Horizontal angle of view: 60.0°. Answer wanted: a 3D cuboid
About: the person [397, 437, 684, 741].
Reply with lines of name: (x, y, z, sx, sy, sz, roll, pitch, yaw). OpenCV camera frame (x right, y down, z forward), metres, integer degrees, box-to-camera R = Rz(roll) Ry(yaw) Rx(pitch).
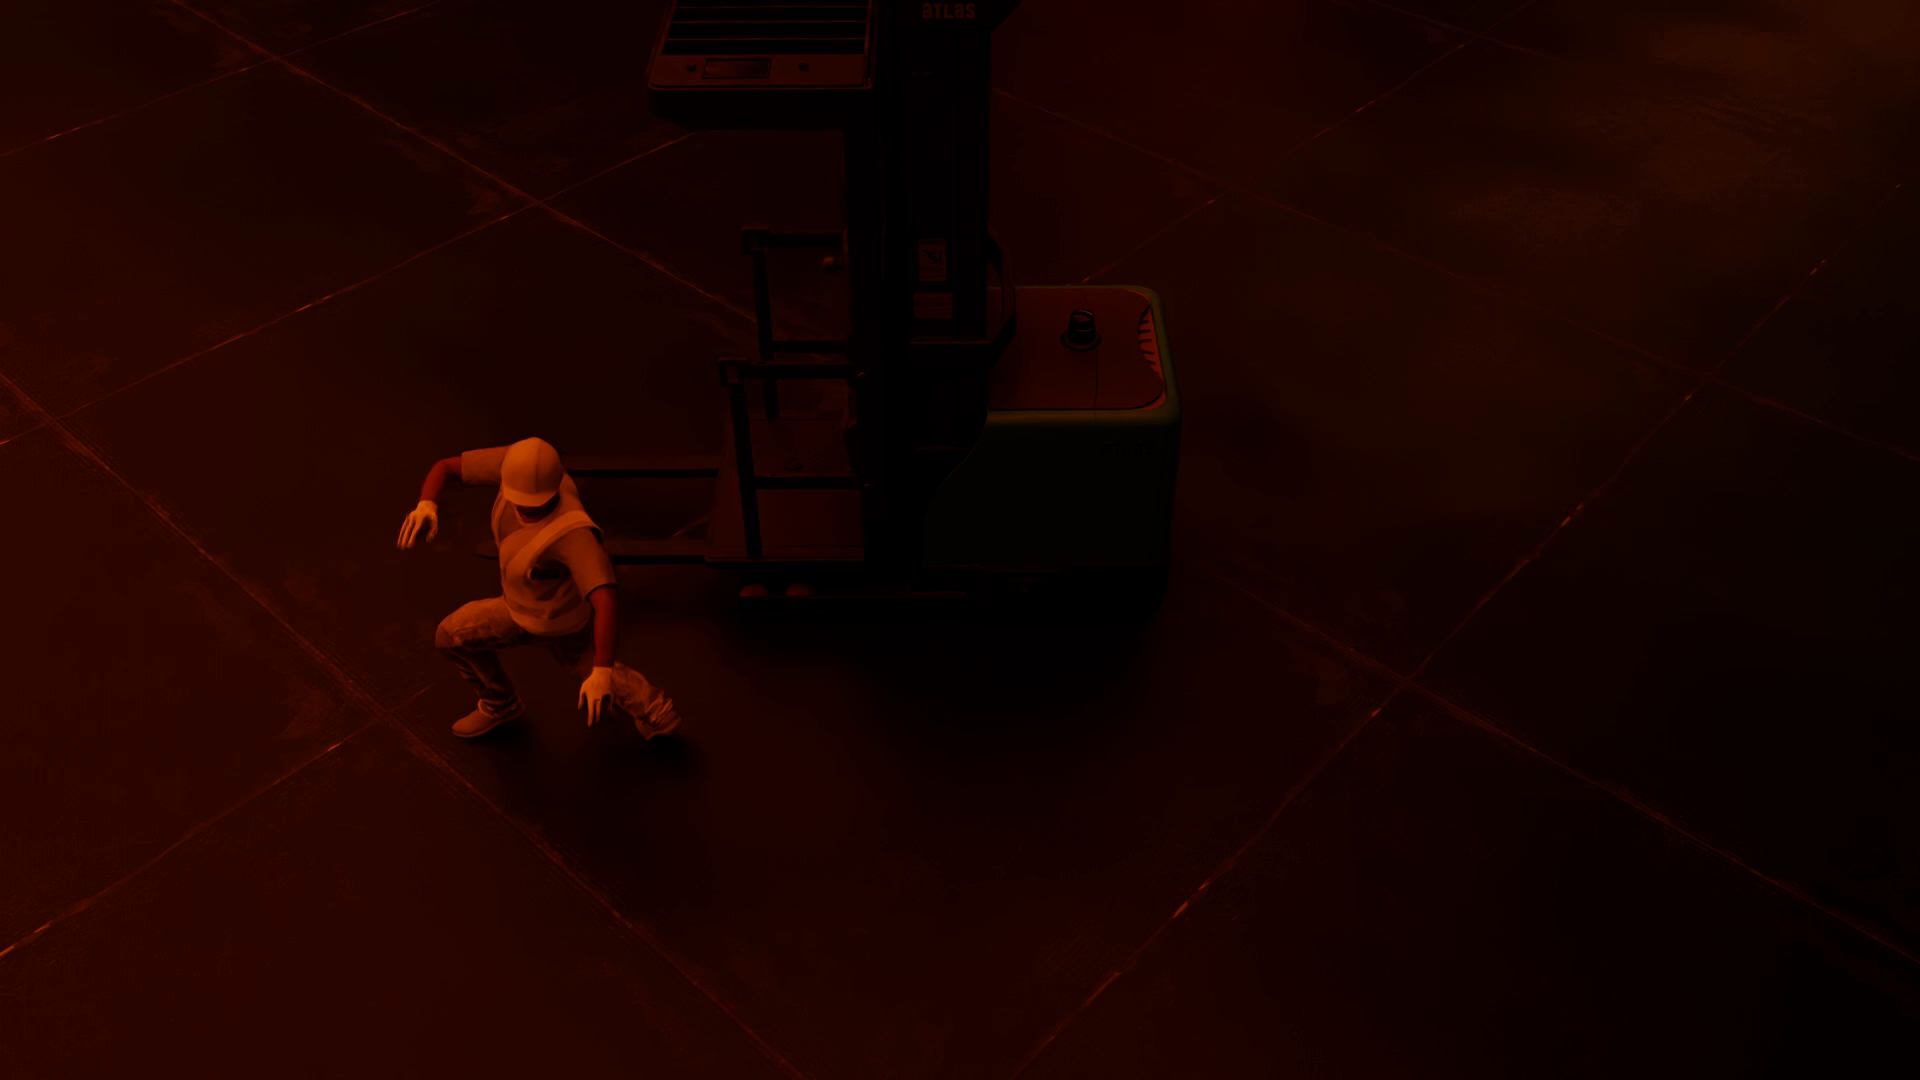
person: (-1.584, 0.328, 6.169, 0.960, 1.553, 0.894, -1, 41, -1)

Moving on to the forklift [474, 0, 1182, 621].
forklift: (-0.611, -1.106, 6.717, 3.031, 2.935, 1.130, 0, 41, 0)
